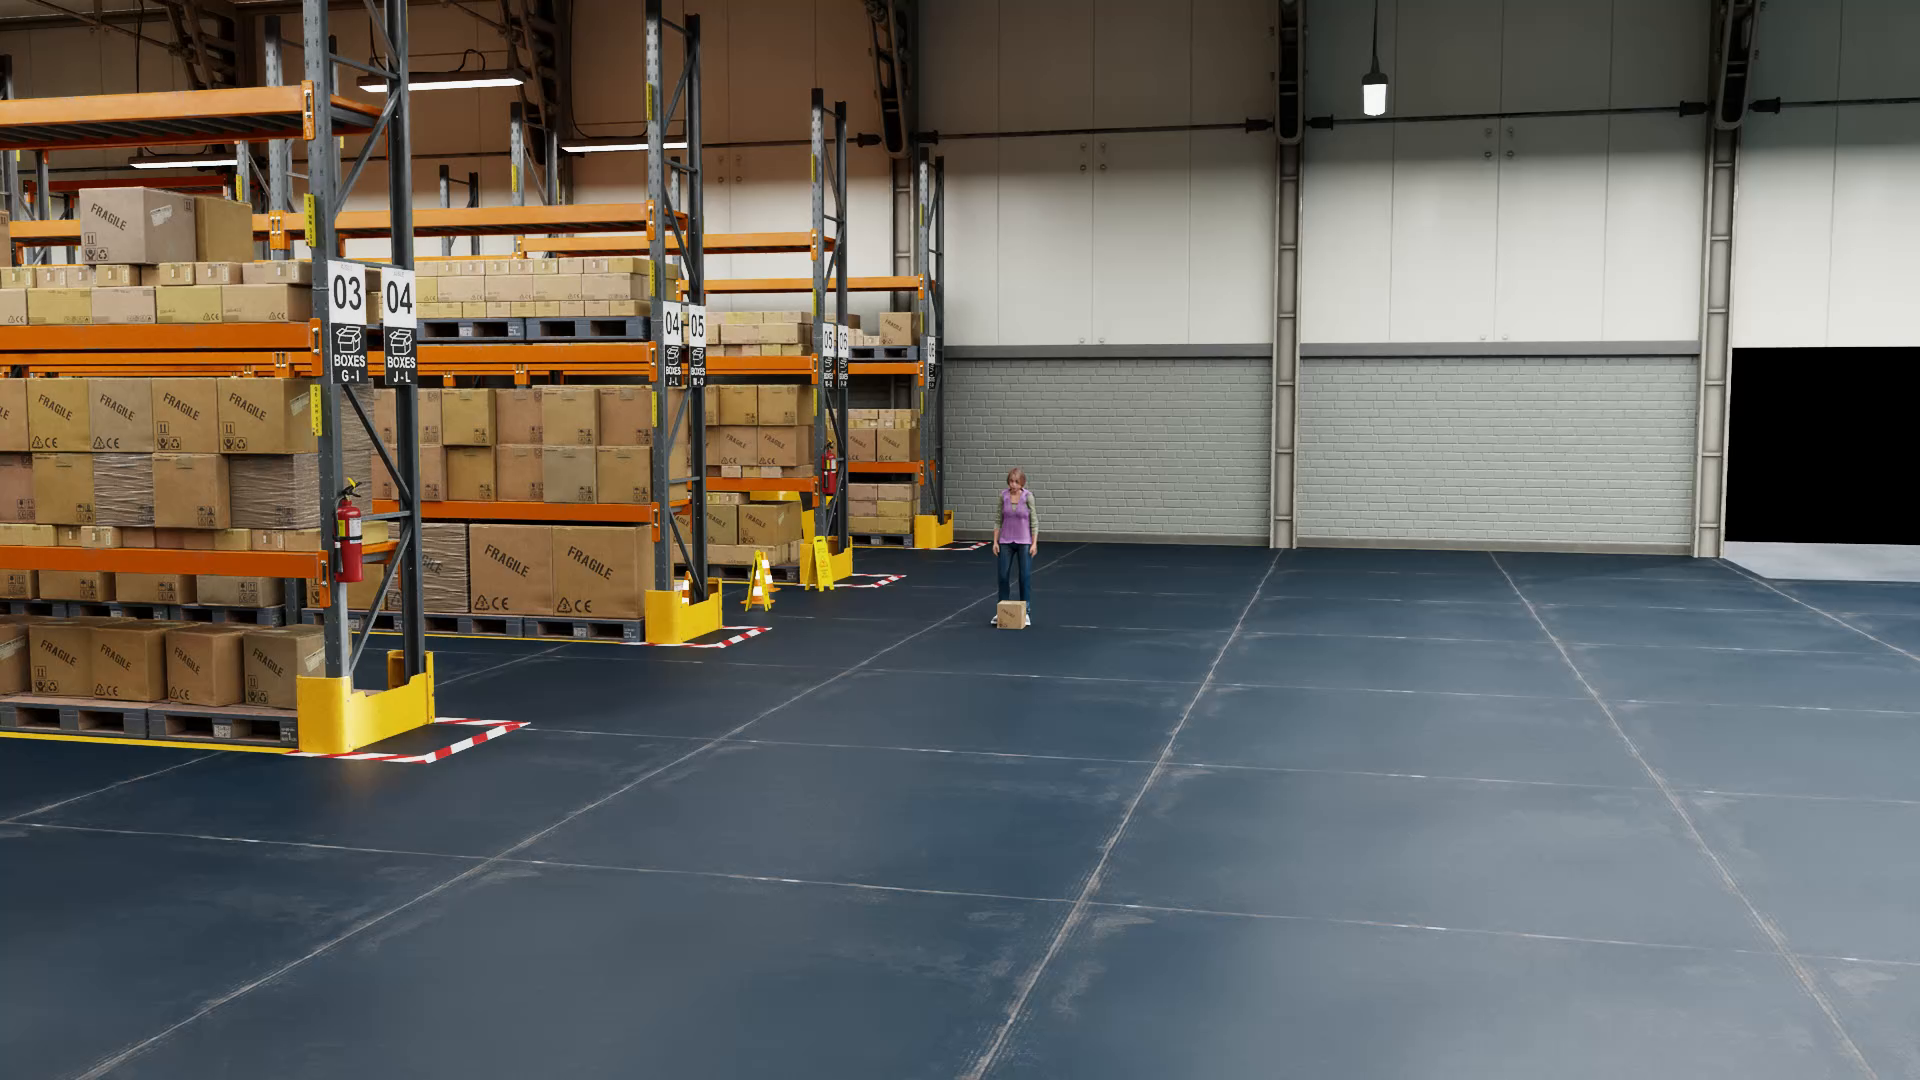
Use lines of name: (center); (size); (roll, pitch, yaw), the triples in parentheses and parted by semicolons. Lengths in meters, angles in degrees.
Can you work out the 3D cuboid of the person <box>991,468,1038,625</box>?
person: (0.566, 0.068, 16.910); (0.462, 1.582, 0.343); (1, 5, 14)
